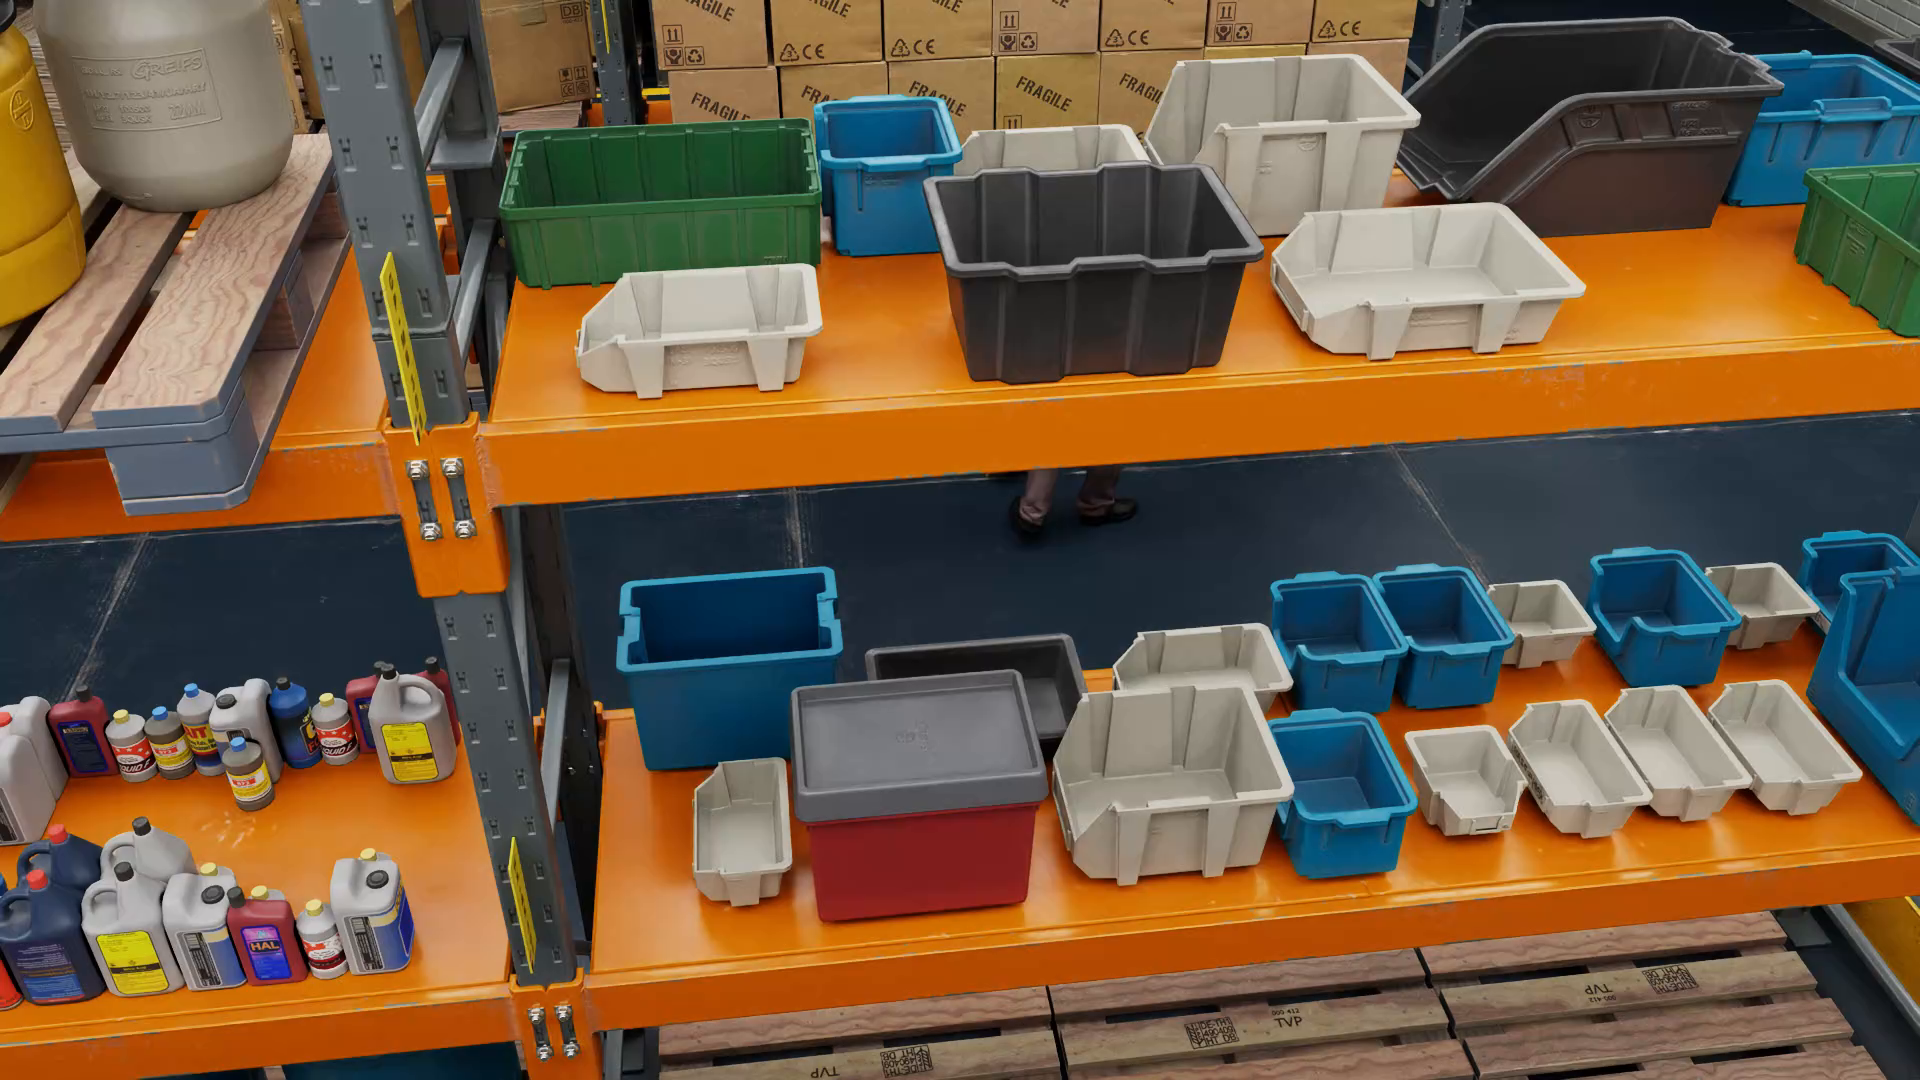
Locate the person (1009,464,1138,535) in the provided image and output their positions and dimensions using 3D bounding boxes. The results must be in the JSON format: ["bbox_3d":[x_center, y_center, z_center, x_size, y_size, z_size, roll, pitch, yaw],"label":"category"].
[{"bbox_3d":[0.552,-0.776,7.299,0.590,1.710,0.584,-30,44,-36],"label":"person"}]
